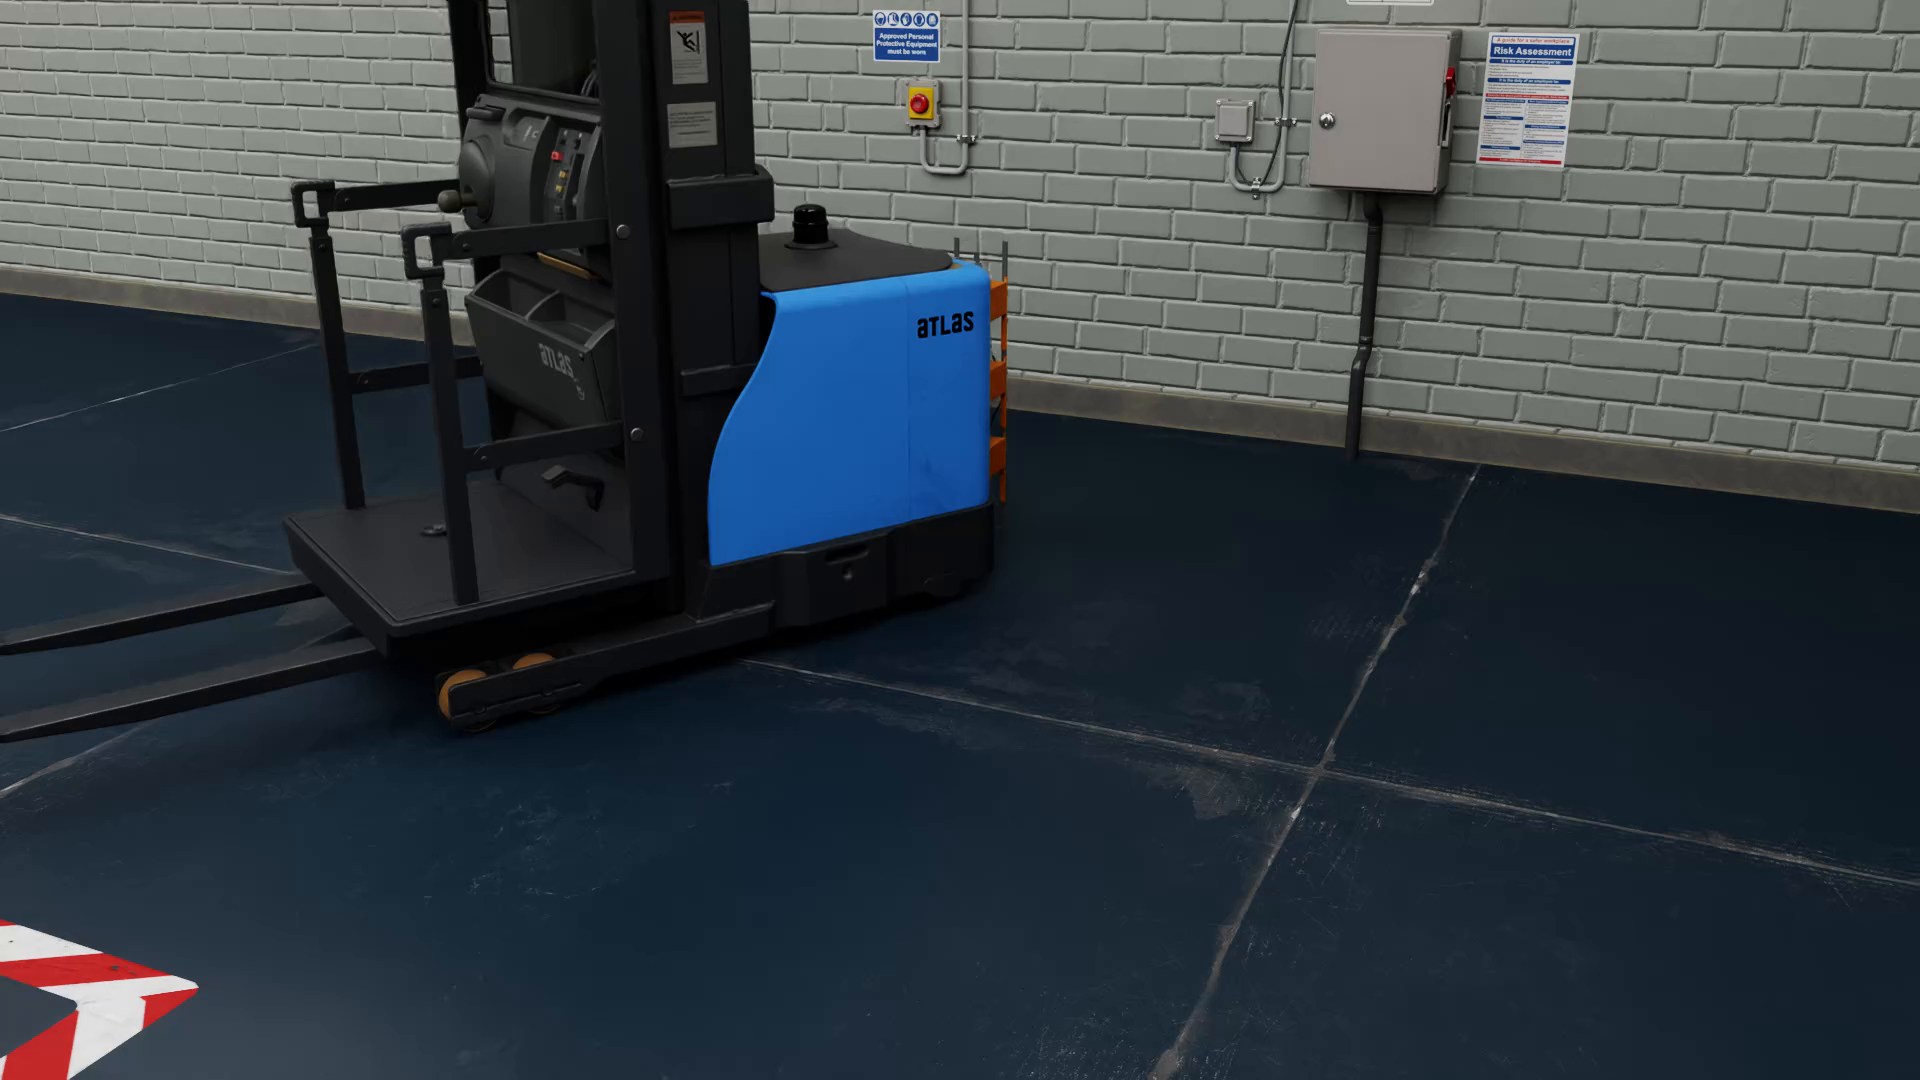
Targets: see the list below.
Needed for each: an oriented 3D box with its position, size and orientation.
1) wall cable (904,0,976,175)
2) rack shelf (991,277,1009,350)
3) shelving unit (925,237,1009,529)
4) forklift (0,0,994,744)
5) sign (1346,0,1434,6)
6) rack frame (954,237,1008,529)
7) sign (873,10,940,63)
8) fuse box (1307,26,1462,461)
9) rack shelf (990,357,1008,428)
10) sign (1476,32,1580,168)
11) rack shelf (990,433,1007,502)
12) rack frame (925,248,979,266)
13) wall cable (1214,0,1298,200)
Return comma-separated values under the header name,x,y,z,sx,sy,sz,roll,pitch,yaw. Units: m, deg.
name,x,y,z,sx,sy,sz,roll,pitch,yaw
wall cable,-0.218,-2.564,7.138,0.585,1.953,0.123,9,21,23
rack shelf,0.022,-0.768,5.747,0.215,0.259,0.240,9,21,23
shelving unit,0.022,-0.511,5.839,0.215,1.050,0.252,9,21,23
forklift,-1.384,-1.061,4.579,3.031,2.935,1.130,-13,24,-33
sign,1.673,-2.198,6.439,0.339,0.242,0.001,9,21,23
rack frame,0.072,-0.548,5.944,0.200,1.050,0.008,9,21,23
sign,-0.237,-2.223,7.340,0.327,0.218,0.001,9,21,23
fuse box,1.639,-1.131,6.594,0.539,1.711,0.414,9,21,23
rack shelf,0.022,-0.501,5.842,0.215,0.259,0.240,9,21,23
sign,2.174,-1.688,6.381,0.329,0.494,0.001,9,21,23
rack shelf,0.022,-0.239,5.936,0.215,0.259,0.240,9,21,23
rack frame,-0.028,-0.474,5.734,0.200,1.050,0.008,9,21,23
wall cable,1.081,-2.358,6.606,0.588,1.984,0.122,9,21,23
